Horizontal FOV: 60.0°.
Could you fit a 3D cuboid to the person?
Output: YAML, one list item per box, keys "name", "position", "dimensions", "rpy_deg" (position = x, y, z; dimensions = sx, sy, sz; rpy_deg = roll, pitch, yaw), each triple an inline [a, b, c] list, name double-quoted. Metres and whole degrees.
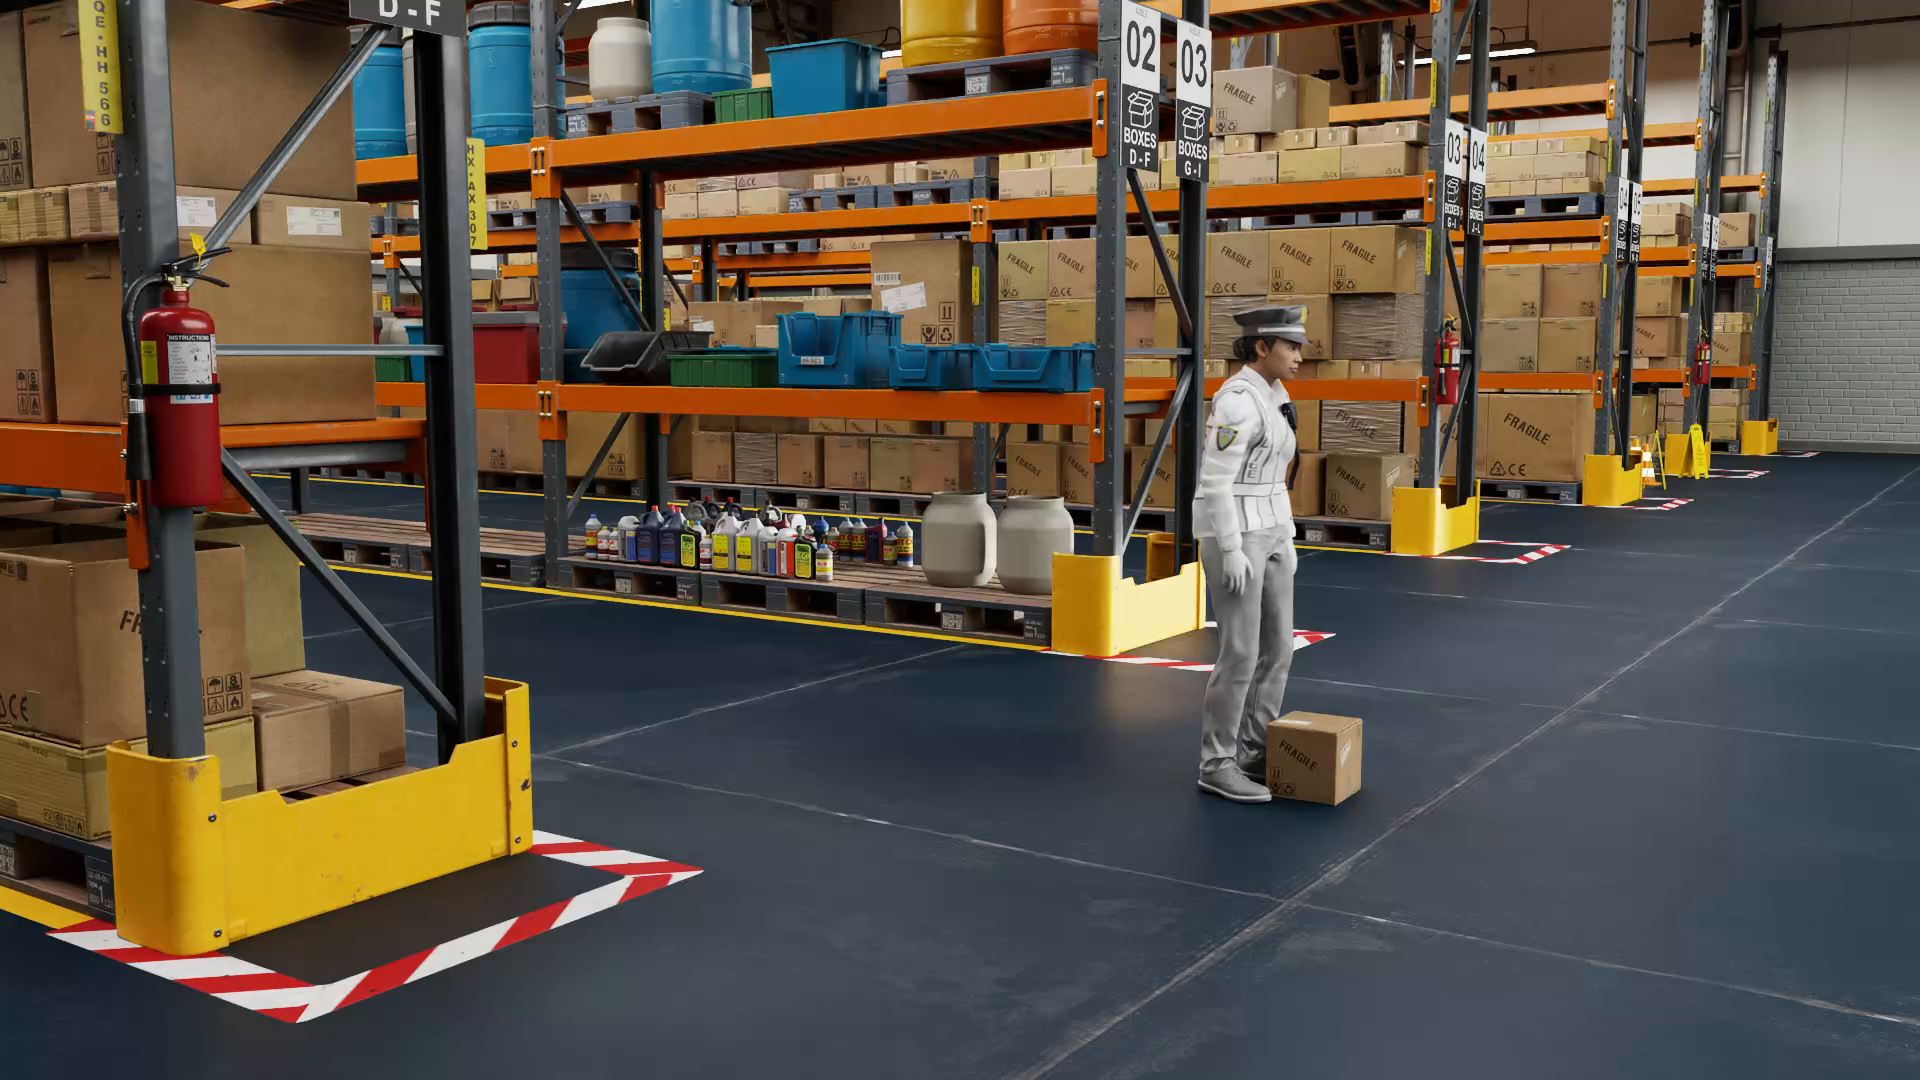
- name: "person"
  position: [1.020, 0.029, 5.729]
  dimensions: [0.403, 1.664, 0.530]
  rpy_deg: [4, 8, 34]
